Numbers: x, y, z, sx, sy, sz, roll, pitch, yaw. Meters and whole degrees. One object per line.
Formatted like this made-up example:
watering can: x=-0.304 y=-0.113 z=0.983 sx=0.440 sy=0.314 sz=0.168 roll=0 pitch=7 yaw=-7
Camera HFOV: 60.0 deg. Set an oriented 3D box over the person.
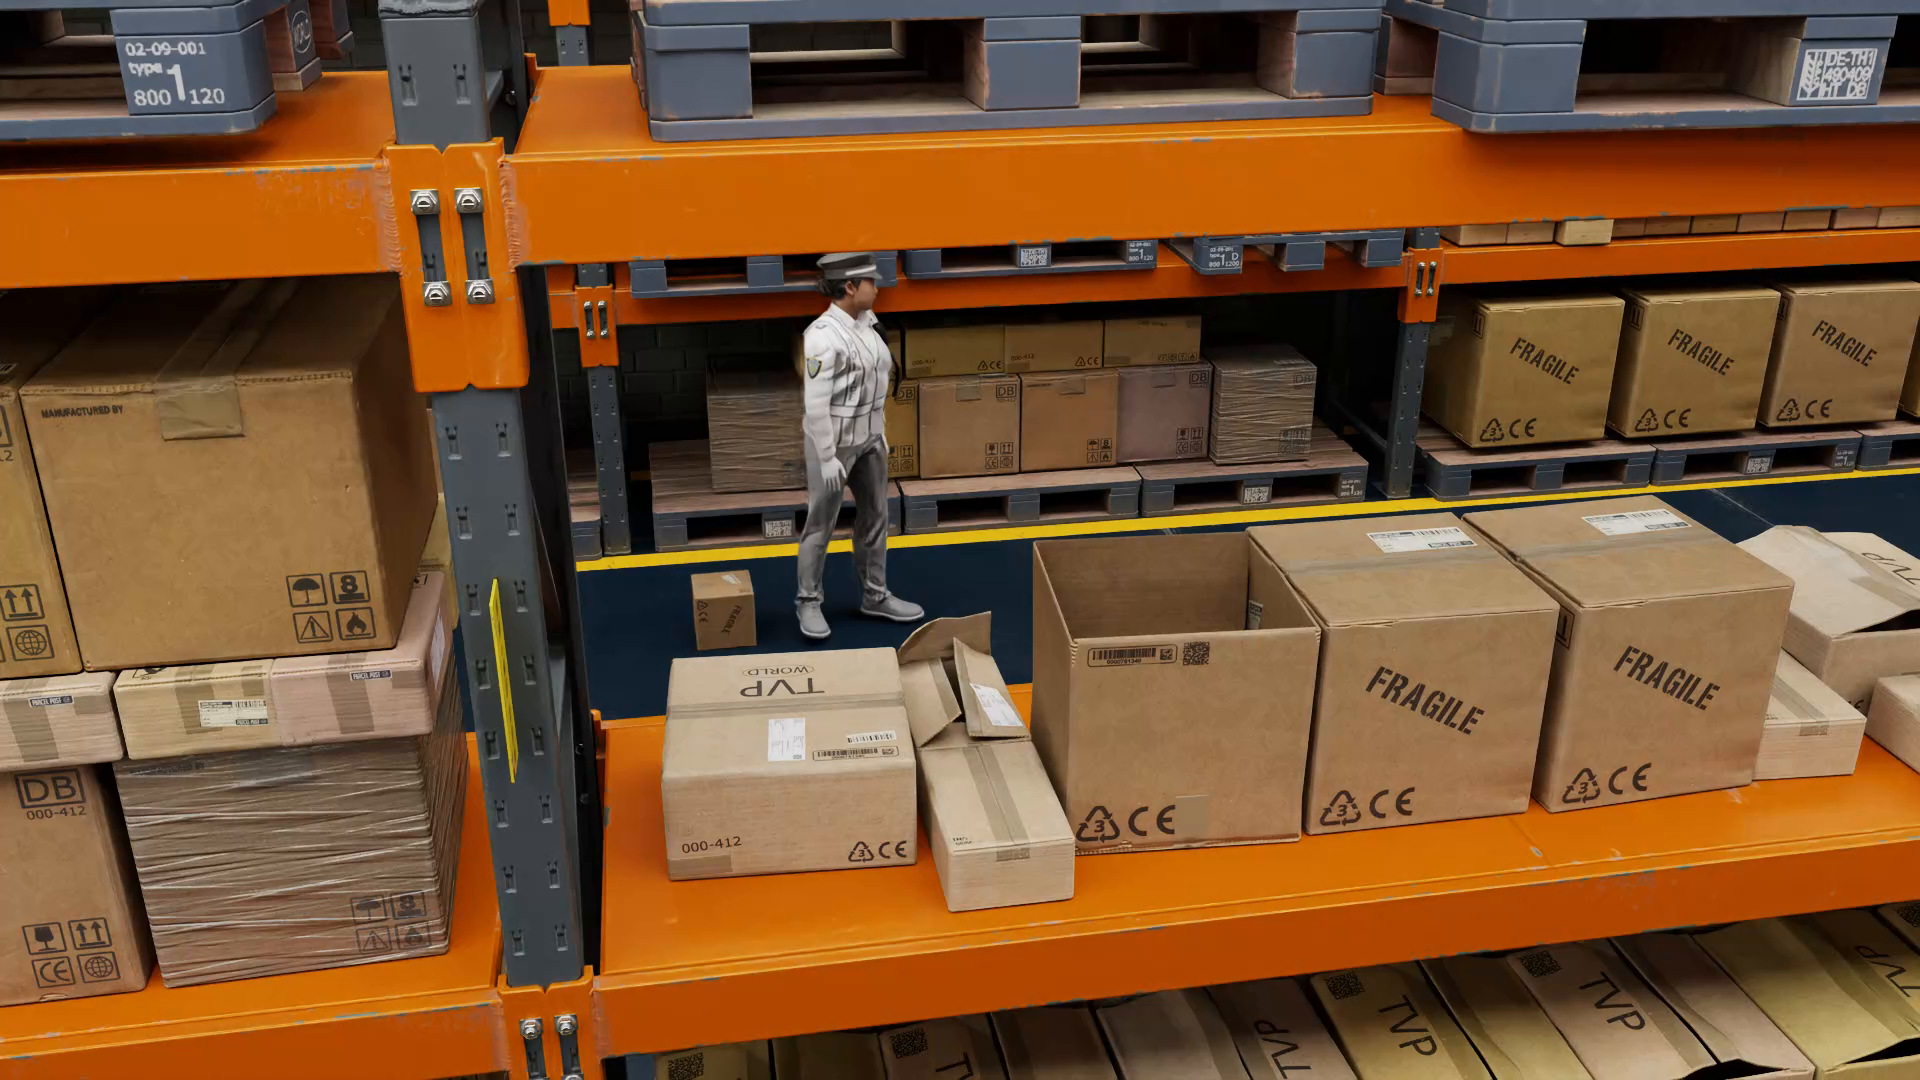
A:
person: x=-0.465 y=-0.404 z=6.976 sx=0.475 sy=1.672 sz=0.510 roll=15 pitch=27 yaw=30
